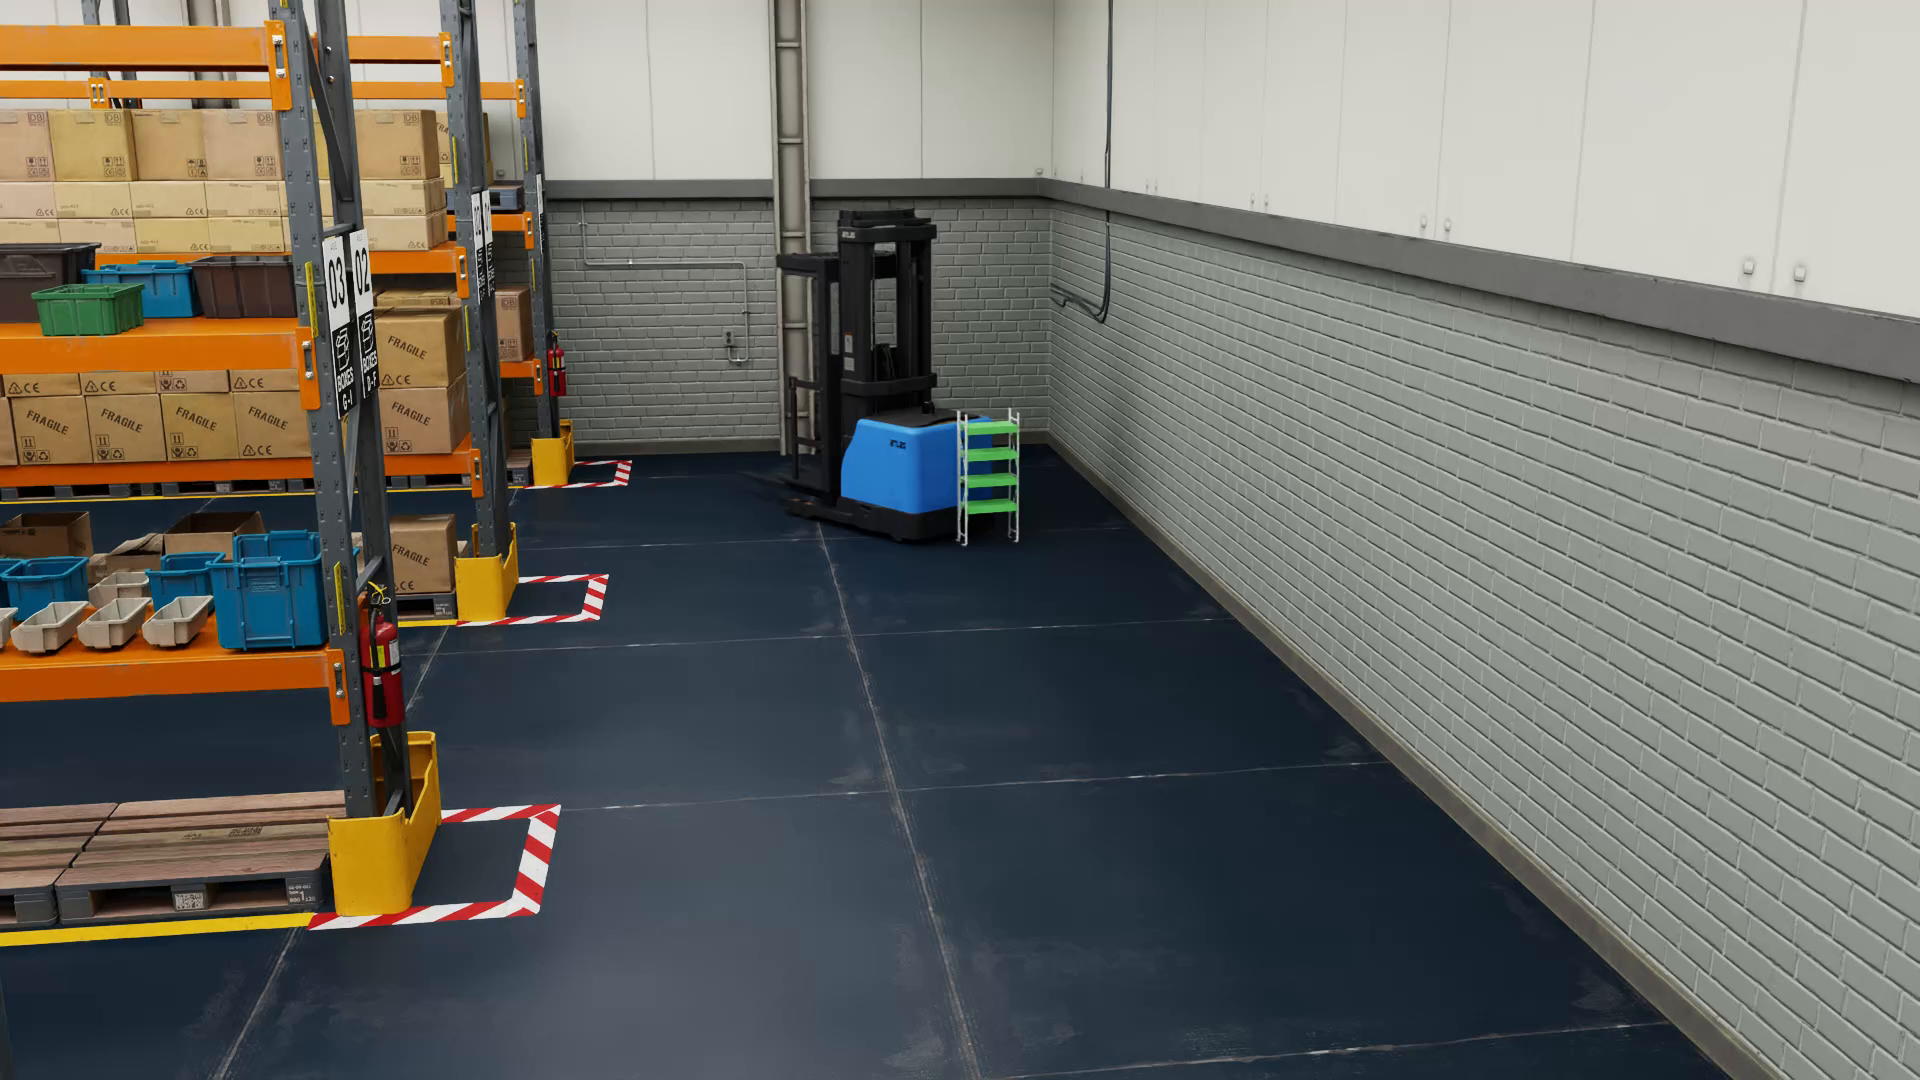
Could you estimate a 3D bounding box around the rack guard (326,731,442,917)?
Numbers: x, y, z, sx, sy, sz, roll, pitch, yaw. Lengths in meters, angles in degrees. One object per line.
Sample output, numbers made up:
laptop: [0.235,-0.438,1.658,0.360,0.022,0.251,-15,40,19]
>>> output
rack guard: [-2.926,1.426,8.509,0.348,0.500,1.175,-2,14,-8]

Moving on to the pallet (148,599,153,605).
pallet: [-5.749,0.454,12.980,1.213,0.211,1.003,-2,14,-8]

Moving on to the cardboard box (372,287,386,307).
cardboard box: [-6.399,-2.236,17.354,0.700,0.700,0.980,-3,14,-11]

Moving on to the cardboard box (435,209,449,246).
cardboard box: [-4.228,-2.399,12.764,0.500,0.250,0.500,-2,14,-8]

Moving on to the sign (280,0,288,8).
sign: [-2.850,-2.404,6.973,0.005,0.325,0.100,-2,14,-8]

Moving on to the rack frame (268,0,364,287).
rack frame: [-2.948,-2.693,7.459,0.127,3.000,1.000,-2,14,-8]

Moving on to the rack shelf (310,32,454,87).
rack shelf: [-5.660,-3.461,12.010,4.000,0.370,1.077,-2,14,-8]

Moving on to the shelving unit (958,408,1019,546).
shelving unit: [0.255,-0.570,15.028,0.503,1.200,0.258,-4,15,-17]

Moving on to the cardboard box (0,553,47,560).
cardboard box: [-7.190,0.298,12.489,0.500,0.311,0.500,-2,14,-8]

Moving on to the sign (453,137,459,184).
sign: [-3.619,-2.725,11.933,0.005,0.325,0.100,-2,14,-8]

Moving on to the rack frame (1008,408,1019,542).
rack frame: [0.488,-0.588,15.099,0.015,1.200,0.240,-4,15,-17]

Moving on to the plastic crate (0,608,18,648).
plastic crate: [-4.577,0.427,7.770,0.250,0.136,0.298,-2,14,-8]

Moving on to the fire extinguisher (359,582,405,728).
fire extinguisher: [-2.731,0.540,7.830,0.183,0.674,0.296,-2,14,-8]

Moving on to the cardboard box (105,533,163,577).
cardboard box: [-6.374,0.145,13.099,0.500,0.311,0.500,-2,14,-8]

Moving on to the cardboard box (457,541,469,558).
cardboard box: [-4.147,0.128,13.503,0.250,0.149,0.380,-2,14,-8]

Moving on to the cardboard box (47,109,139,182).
cardboard box: [-6.153,-2.848,11.985,0.500,0.500,0.700,-2,14,-8]

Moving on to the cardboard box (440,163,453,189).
cardboard box: [-5.108,-3.710,16.921,0.500,0.250,0.500,-2,14,-7]

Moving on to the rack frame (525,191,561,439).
rack frame: [-4.424,-2.166,17.691,0.127,3.000,1.000,-2,14,-8]

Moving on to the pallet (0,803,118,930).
pallet: [-4.973,1.634,8.273,1.213,0.211,1.003,-2,14,-8]

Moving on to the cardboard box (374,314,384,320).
cardboard box: [-4.580,-1.407,12.405,0.500,0.500,0.500,-2,14,-7]

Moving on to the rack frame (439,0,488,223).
rack frame: [-3.682,-3.884,12.211,0.127,3.000,1.000,-2,14,-8]

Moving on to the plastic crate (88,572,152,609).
plastic crate: [-4.241,0.262,8.429,0.298,0.136,0.250,-2,14,-8]

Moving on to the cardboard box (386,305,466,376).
cardboard box: [-4.160,-1.555,12.996,0.500,0.500,0.500,-2,14,-7]

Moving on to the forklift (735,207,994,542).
forklift: [-1.048,-1.698,15.967,1.130,2.935,3.031,-13,19,-41]

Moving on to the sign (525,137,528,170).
sign: [-4.356,-3.881,16.706,0.005,0.325,0.100,-2,14,-8]

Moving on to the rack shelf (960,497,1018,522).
rack shelf: [0.255,-0.275,15.102,0.480,0.148,0.258,-4,15,-17]

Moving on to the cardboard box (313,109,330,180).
cardboard box: [-4.694,-2.942,12.361,0.500,0.500,0.700,-2,14,-8]

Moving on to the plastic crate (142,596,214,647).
plastic crate: [-3.727,0.389,7.922,0.243,0.136,0.396,-2,14,-8]

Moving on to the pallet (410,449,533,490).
pallet: [-5.203,-0.765,17.840,1.213,0.211,1.003,-2,14,-8]

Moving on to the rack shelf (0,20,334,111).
rack shelf: [-4.925,-2.077,7.307,4.000,0.370,1.077,-2,14,-8]

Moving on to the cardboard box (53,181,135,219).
cardboard box: [-6.129,-2.446,11.922,0.500,0.250,0.500,-2,14,-8]

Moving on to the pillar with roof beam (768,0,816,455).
pillar with roof beam: [-1.241,-4.346,14.052,0.400,9.000,9.100,-2,14,-8]

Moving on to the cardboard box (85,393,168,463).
cardboard box: [-6.092,-0.868,12.310,0.500,0.500,0.500,-2,14,-9]

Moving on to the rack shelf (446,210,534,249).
rack shelf: [-6.401,-3.199,17.125,4.000,0.370,1.077,-2,14,-8]

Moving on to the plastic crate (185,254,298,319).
plastic crate: [-3.370,-1.227,8.052,0.590,0.269,0.497,-2,14,-8]

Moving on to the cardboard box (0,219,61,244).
cardboard box: [-6.624,-2.187,11.917,0.500,0.250,0.500,-2,14,-8]

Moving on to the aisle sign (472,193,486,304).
aisle sign: [-3.569,-2.164,12.340,0.004,0.787,0.394,-2,14,-8]

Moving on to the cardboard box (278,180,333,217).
cardboard box: [-4.646,-2.501,12.142,0.500,0.250,0.500,-2,14,-8]

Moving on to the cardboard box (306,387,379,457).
cardboard box: [-4.597,-0.922,12.524,0.500,0.500,0.500,-2,14,-8]

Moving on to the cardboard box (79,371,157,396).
cardboard box: [-6.111,-1.350,12.176,0.500,0.500,0.500,-3,14,-10]

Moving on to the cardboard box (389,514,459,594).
cardboard box: [-4.183,0.104,12.876,0.500,0.500,0.500,-2,14,-8]

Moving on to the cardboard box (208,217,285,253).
cardboard box: [-5.139,-2.238,12.120,0.500,0.250,0.500,-2,14,-8]

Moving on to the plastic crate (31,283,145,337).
plastic crate: [-3.880,-1.030,7.434,0.336,0.188,0.450,-2,14,-8]

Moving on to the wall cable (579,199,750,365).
wall cable: [-3.298,-2.932,18.660,1.851,1.984,0.084,-2,14,-8]
